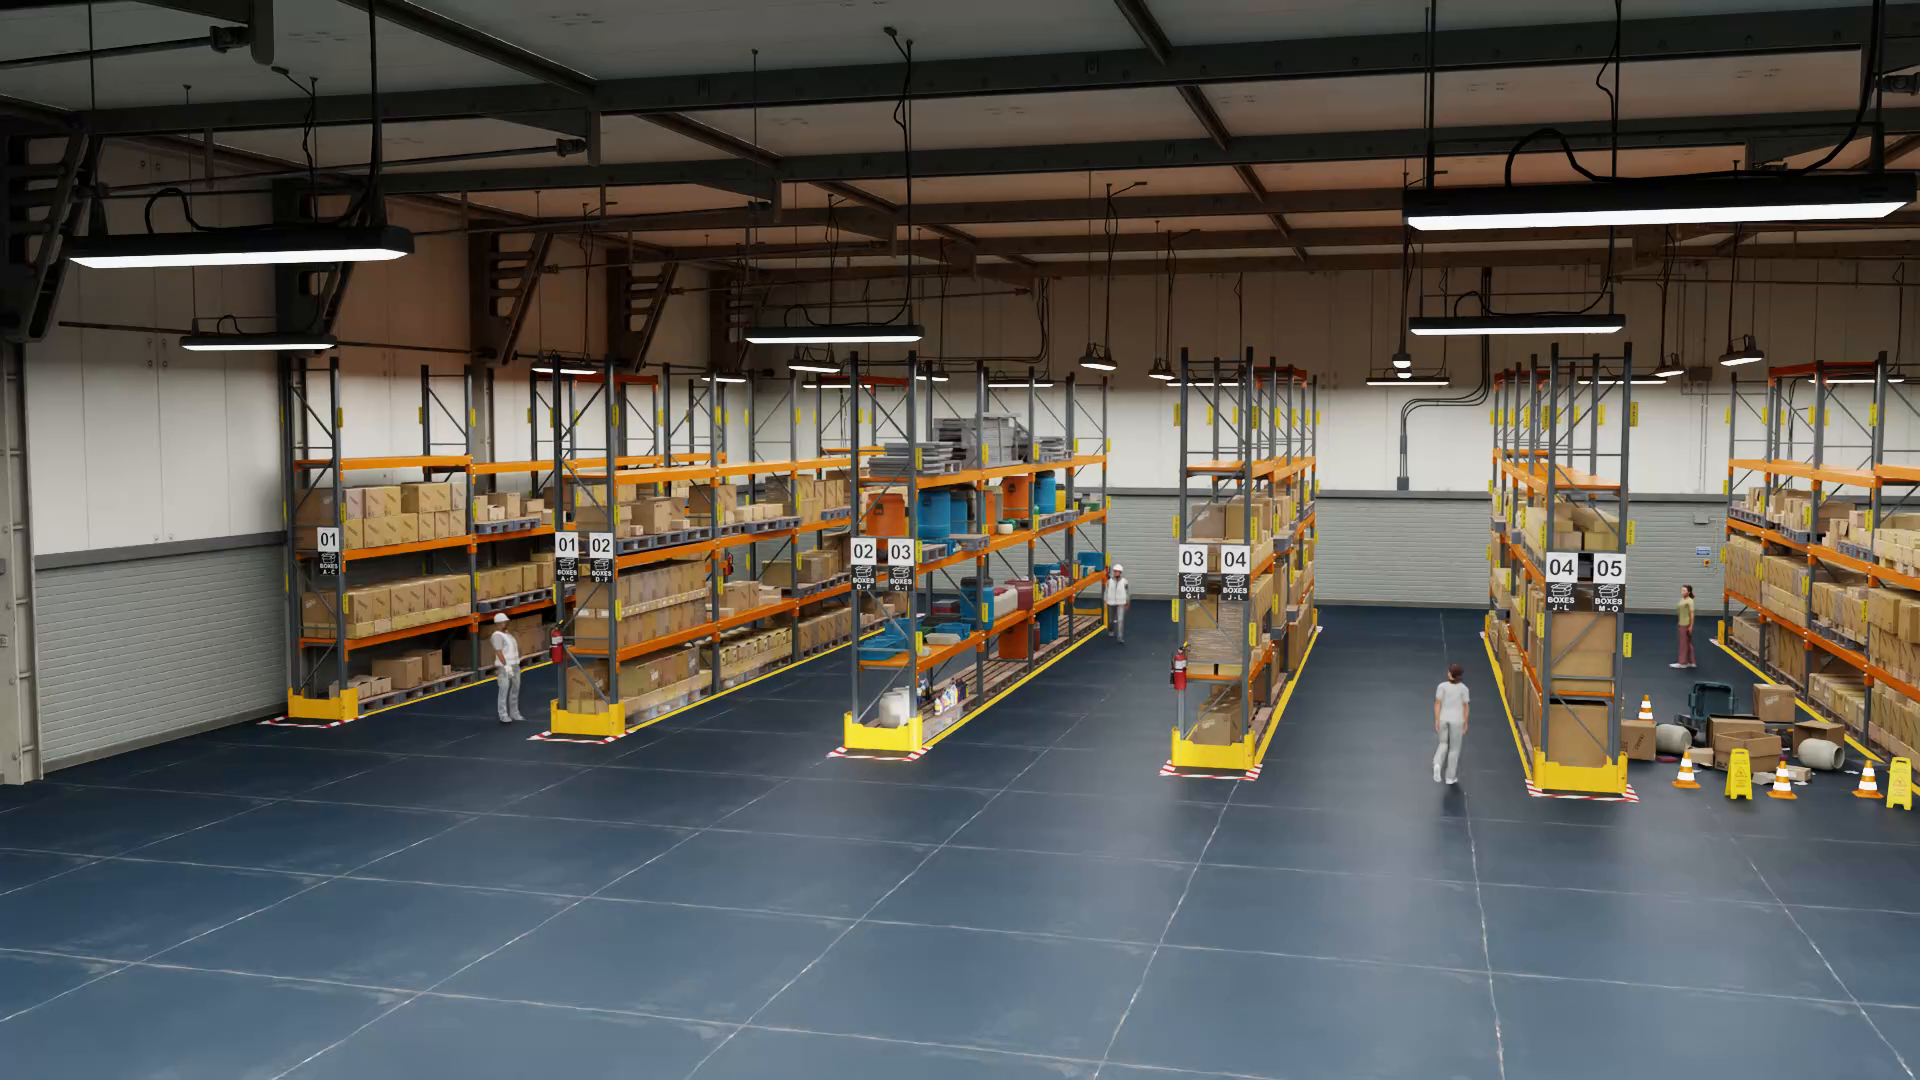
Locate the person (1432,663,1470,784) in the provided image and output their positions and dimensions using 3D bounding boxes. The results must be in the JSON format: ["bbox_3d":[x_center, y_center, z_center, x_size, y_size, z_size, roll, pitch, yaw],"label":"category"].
[{"bbox_3d":[6.670,2.498,22.602,0.436,1.661,0.525,4,6,41],"label":"person"}]

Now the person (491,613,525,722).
[{"bbox_3d":[-7.451,2.108,27.460,0.602,1.817,0.651,2,5,25],"label":"person"}]

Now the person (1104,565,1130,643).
[{"bbox_3d":[3.503,1.416,37.158,0.581,1.737,0.971,0,4,5],"label":"person"}]

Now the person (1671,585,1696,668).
[{"bbox_3d":[14.539,1.726,33.355,0.452,1.671,0.468,2,5,25],"label":"person"}]
